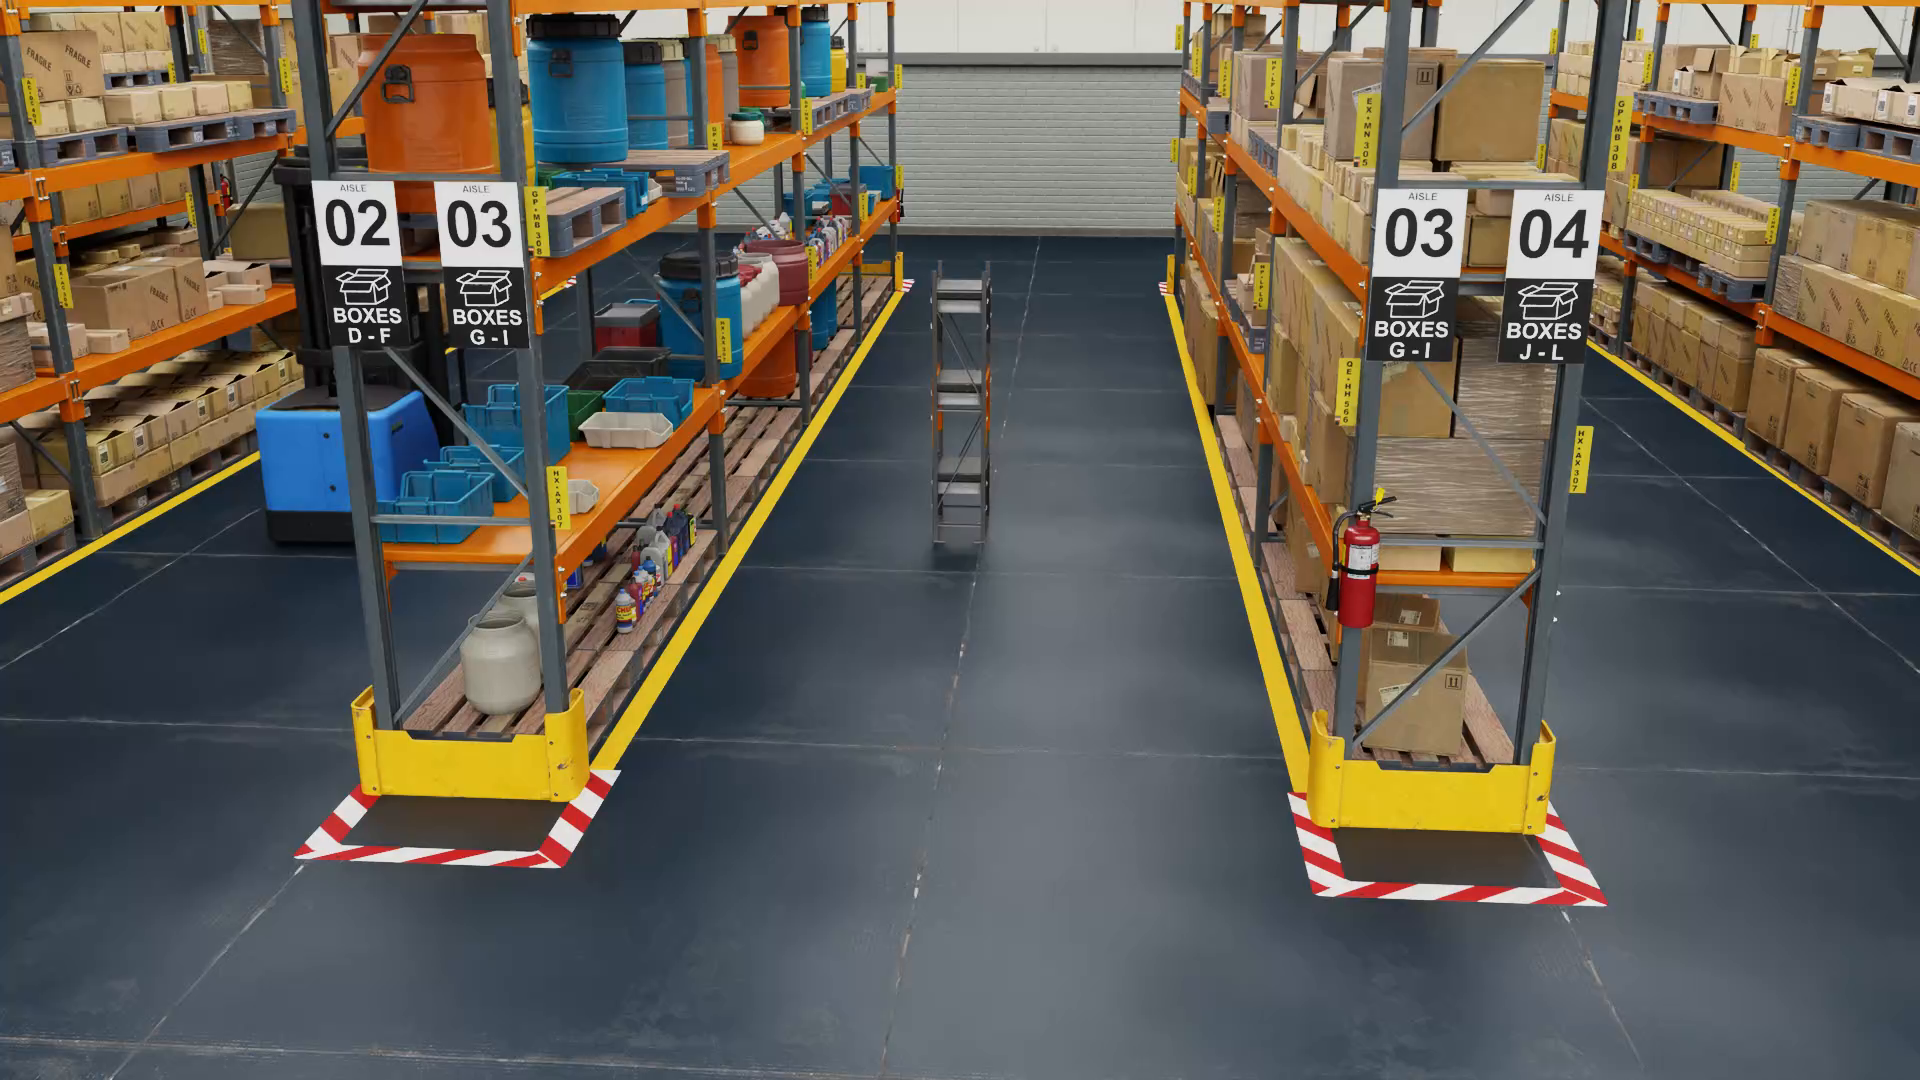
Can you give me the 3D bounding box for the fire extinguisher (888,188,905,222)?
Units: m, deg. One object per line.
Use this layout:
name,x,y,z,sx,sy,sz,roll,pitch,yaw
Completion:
fire extinguisher,-0.941,-4.884,23.733,0.296,0.674,0.183,1,18,4

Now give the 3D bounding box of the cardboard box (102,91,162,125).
cardboard box,-7.007,-3.592,13.817,0.500,0.250,0.500,0,18,-1

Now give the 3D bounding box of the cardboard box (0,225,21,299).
cardboard box,-7.231,-1.972,11.879,0.700,0.500,0.500,1,18,4

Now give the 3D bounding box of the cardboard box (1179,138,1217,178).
cardboard box,3.196,-5.078,22.163,0.500,0.500,0.500,1,18,3

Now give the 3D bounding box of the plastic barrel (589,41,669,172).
plastic barrel,-2.445,-3.160,12.129,0.600,0.901,0.708,1,18,4

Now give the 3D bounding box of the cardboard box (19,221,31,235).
cardboard box,-11.310,-3.740,19.890,0.380,0.149,0.250,2,18,5

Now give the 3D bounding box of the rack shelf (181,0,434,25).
rack shelf,-6.775,-5.628,17.445,1.077,0.370,4.000,1,18,4

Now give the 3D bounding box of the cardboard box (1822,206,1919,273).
cardboard box,7.825,-2.550,14.122,0.700,0.500,0.500,1,18,3

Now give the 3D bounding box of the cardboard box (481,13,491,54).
cardboard box,-6.415,-6.650,21.816,0.700,0.500,0.500,1,18,4

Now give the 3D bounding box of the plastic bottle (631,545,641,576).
plastic bottle,-2.183,0.162,11.266,0.061,0.283,0.133,1,18,4

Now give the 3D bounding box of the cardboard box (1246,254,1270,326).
cardboard box,2.707,-2.013,13.407,0.797,0.503,0.637,3,18,10

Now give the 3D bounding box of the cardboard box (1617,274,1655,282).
cardboard box,8.557,-3.281,21.066,0.380,0.149,0.250,1,18,4

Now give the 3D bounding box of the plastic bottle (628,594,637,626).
plastic bottle,-2.104,0.441,10.548,0.097,0.201,0.097,0,18,0

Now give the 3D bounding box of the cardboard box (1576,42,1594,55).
cardboard box,8.078,-6.257,21.182,0.380,0.149,0.250,2,18,5

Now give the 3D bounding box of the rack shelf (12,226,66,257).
rack shelf,-11.717,-3.077,18.651,1.077,0.370,4.000,1,18,4

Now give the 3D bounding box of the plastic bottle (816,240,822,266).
plastic bottle,-1.507,-3.036,17.579,0.097,0.271,0.097,0,18,0

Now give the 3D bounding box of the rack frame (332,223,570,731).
rack frame,-2.552,-0.092,8.386,1.000,3.000,0.127,1,18,4

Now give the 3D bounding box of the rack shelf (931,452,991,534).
rack shelf,0.012,-0.371,12.975,0.431,0.518,0.480,1,18,4

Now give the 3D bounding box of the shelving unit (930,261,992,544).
shelving unit,0.012,-1.049,12.753,0.431,2.100,0.503,1,18,4

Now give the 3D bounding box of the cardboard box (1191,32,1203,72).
cardboard box,3.391,-6.336,21.628,0.700,0.500,0.500,1,18,2

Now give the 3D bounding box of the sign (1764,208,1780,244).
sign,7.360,-2.845,15.057,0.100,0.325,0.005,1,18,4

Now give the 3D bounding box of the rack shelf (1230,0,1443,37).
rack shelf,2.818,-4.164,12.975,1.077,0.370,4.000,1,18,4

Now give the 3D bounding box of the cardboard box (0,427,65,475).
cardboard box,-7.462,-0.737,13.197,0.500,0.311,0.500,1,18,4

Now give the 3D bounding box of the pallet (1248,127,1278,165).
pallet,2.897,-3.071,12.963,1.213,0.211,1.003,1,18,4

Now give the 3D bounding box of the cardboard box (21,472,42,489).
cardboard box,-7.465,-0.474,13.293,0.500,0.250,0.500,1,18,3

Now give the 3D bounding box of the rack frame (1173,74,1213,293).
rack frame,3.535,-4.950,23.214,1.000,3.000,0.127,1,18,4

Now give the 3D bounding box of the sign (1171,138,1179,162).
sign,2.982,-5.414,23.110,0.100,0.325,0.005,1,18,4

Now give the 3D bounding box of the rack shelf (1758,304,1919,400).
rack shelf,7.758,-1.361,13.413,1.077,0.370,4.000,1,18,4

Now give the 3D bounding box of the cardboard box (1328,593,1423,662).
cardboard box,2.522,0.433,10.124,0.500,0.500,0.500,3,18,9

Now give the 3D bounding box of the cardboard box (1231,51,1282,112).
cardboard box,2.672,-4.036,14.642,0.500,0.500,0.500,1,18,4

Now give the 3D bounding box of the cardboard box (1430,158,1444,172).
cardboard box,2.766,-2.008,9.018,0.380,0.149,0.250,0,18,1

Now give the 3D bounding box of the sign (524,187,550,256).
sign,-2.003,-1.508,7.875,0.100,0.325,0.005,1,18,4

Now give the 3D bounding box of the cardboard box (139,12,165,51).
cardboard box,-11.113,-6.851,22.399,0.500,0.500,0.500,2,18,6

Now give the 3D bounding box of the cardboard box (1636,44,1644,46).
cardboard box,8.621,-6.083,20.649,0.380,0.149,0.250,2,18,5

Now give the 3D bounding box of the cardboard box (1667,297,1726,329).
cardboard box,7.795,-2.387,17.525,0.500,0.250,0.500,2,18,6

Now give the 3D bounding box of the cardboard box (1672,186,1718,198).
cardboard box,8.475,-3.903,19.379,0.500,0.500,0.500,1,18,3

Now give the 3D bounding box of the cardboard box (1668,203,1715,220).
cardboard box,7.610,-3.415,17.302,0.380,0.149,0.250,2,18,6

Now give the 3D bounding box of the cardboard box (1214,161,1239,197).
cardboard box,3.150,-3.821,17.995,0.797,0.503,0.637,1,18,5

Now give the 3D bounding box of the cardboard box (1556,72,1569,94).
cardboard box,8.188,-6.029,21.928,0.500,0.250,0.500,2,18,6

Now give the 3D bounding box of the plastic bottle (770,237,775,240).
plastic bottle,-2.062,-3.232,18.289,0.097,0.201,0.097,0,18,0

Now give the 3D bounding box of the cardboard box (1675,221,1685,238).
cardboard box,7.592,-3.190,17.091,0.380,0.149,0.250,1,18,3

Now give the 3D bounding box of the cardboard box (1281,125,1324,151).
cardboard box,2.344,-2.673,11.047,0.380,0.149,0.250,1,18,2

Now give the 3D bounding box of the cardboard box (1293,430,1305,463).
cardboard box,2.265,-0.578,10.273,0.380,0.149,0.250,1,18,4

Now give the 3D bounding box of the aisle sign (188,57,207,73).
aisle sign,-10.982,-6.533,23.869,0.394,0.787,0.004,1,18,4

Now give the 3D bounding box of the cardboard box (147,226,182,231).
cardboard box,-11.427,-4.426,23.911,0.380,0.149,0.250,1,18,4

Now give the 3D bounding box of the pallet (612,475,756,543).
pallet,-2.248,-0.254,13.358,1.003,0.211,1.213,1,18,4

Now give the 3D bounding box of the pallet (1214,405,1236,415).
pallet,3.094,-1.384,16.807,1.003,0.211,1.213,1,18,4

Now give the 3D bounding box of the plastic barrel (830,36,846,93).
plastic barrel,-1.555,-5.245,18.319,0.600,0.588,0.600,0,18,0

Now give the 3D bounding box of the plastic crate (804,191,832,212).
plastic crate,-1.867,-4.438,21.824,0.416,0.233,0.300,1,18,4

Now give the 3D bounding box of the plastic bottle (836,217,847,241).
plastic bottle,-1.397,-3.630,19.383,0.152,0.276,0.135,1,18,4

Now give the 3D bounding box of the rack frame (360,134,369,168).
rack frame,-6.632,-3.930,20.101,1.000,3.000,0.127,1,18,4

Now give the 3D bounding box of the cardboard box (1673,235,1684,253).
cardboard box,7.592,-3.050,17.144,0.380,0.149,0.250,0,18,1

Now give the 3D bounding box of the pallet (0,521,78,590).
pallet,-7.304,0.125,12.201,1.003,0.211,1.213,1,18,4

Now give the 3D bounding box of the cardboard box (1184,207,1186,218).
cardboard box,3.055,-4.169,21.232,0.380,0.149,0.250,2,18,5

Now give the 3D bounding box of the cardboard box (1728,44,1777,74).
cardboard box,7.743,-4.692,16.217,0.396,0.266,0.258,1,18,4

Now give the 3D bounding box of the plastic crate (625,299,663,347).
plastic crate,-2.496,-1.676,13.246,0.392,0.384,0.575,1,18,4

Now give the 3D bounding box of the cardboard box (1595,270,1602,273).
cardboard box,8.024,-3.371,21.344,0.380,0.149,0.250,2,18,5

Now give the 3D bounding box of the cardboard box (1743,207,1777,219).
cardboard box,8.242,-3.311,16.985,0.380,0.149,0.250,1,18,3

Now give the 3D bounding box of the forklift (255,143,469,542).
forklift,-4.702,-1.779,13.646,1.130,2.935,3.031,1,18,3

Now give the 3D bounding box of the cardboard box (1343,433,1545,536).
cardboard box,2.455,-0.340,8.506,0.875,0.500,0.500,1,18,4
